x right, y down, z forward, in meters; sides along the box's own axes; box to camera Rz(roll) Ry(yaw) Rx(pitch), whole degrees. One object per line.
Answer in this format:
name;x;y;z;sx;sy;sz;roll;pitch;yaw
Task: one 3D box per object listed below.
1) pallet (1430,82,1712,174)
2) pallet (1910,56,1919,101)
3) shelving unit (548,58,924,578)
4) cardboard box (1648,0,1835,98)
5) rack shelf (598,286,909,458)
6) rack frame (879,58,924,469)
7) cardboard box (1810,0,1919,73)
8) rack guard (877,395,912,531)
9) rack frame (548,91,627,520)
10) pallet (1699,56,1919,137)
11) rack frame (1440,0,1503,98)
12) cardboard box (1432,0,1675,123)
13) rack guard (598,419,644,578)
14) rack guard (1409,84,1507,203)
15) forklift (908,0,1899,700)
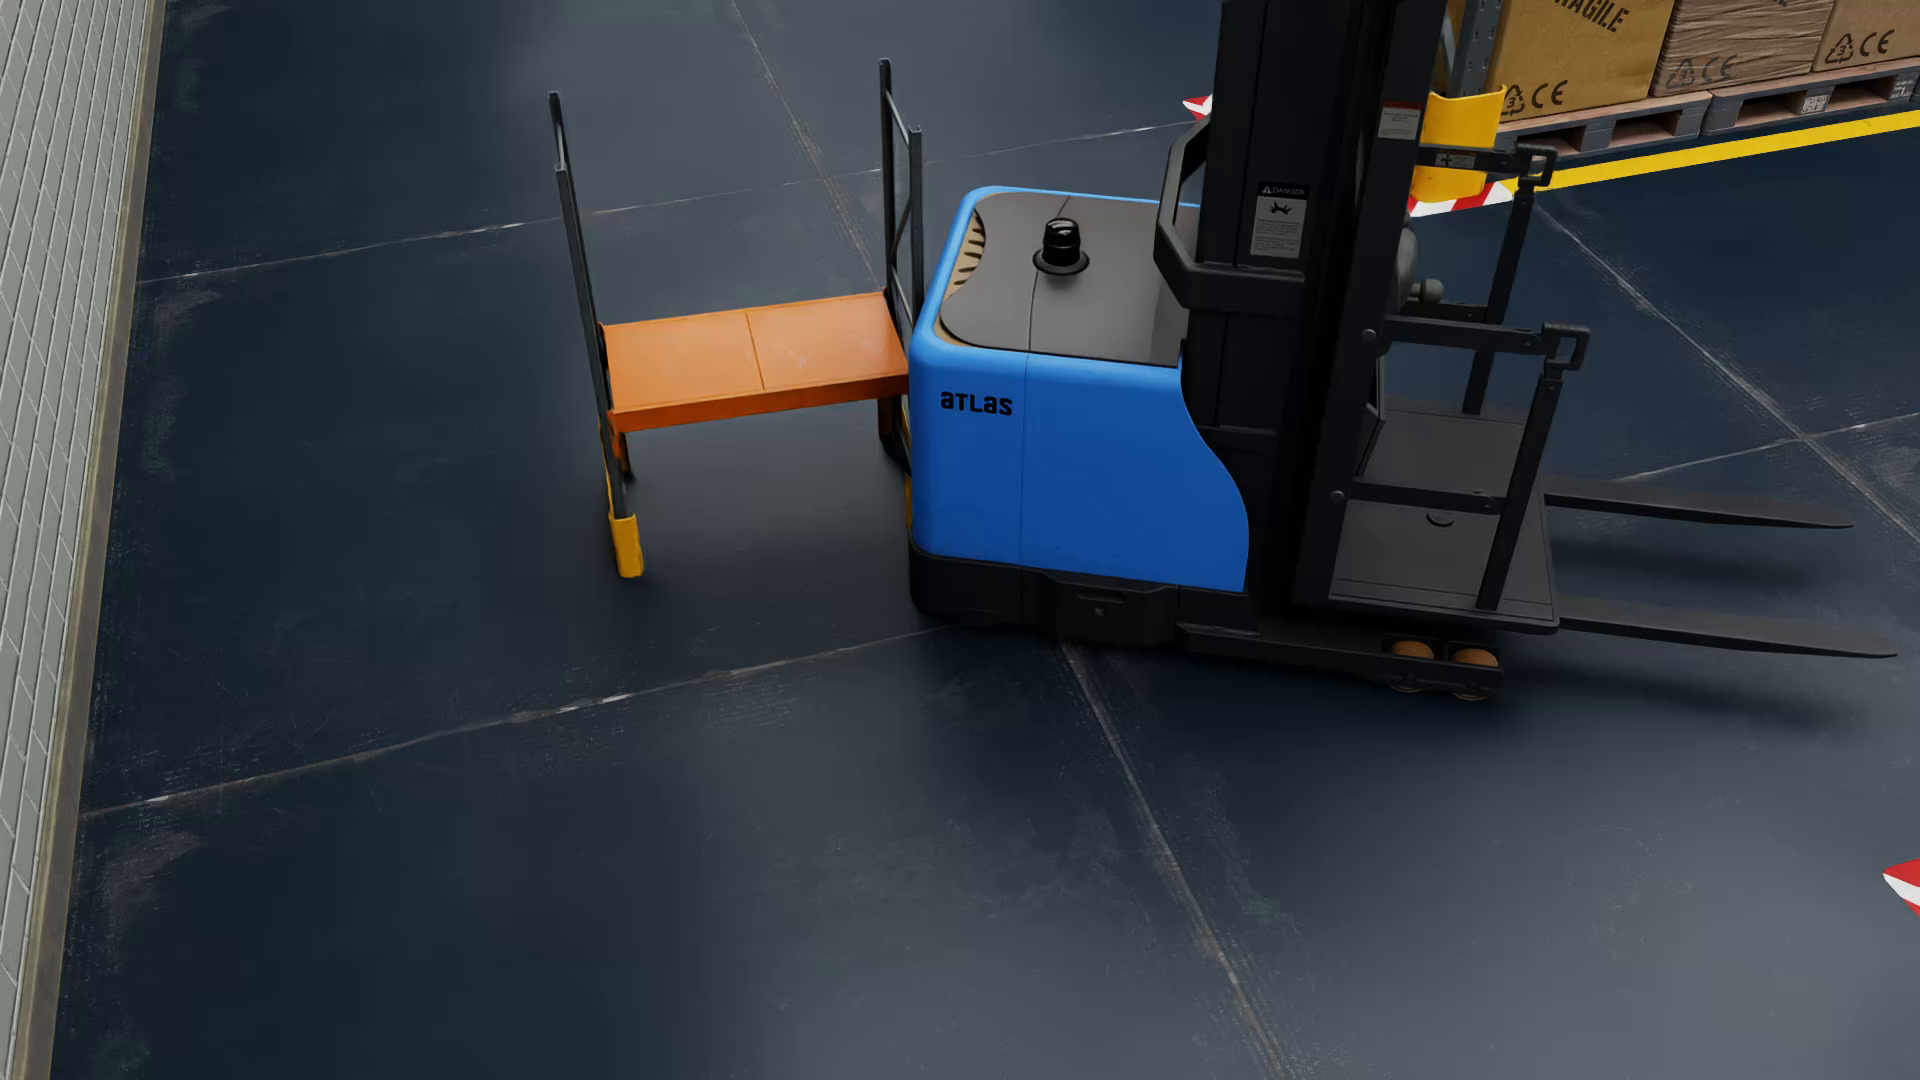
pallet;2.823;-2.198;8.105;1.213;0.211;1.003;-12;42;-13
pallet;5.150;-2.680;8.657;1.213;0.211;1.003;-12;42;-13
shelving unit;-0.686;-0.703;5.415;1.083;1.500;0.587;-9;42;-10
cardboard box;3.538;-2.755;7.920;0.875;0.875;0.875;-12;42;-13
rack shelf;-0.677;-0.569;5.535;1.000;0.185;0.538;-9;42;-10
rack frame;-0.182;-0.780;5.503;0.032;1.500;0.500;-9;42;-10
cardboard box;4.387;-2.931;8.121;0.875;0.875;0.875;-12;42;-13
rack guard;-0.201;-0.306;5.911;0.087;0.250;0.587;-9;42;-10
rack frame;-1.173;-0.629;5.330;0.032;1.500;0.500;-9;42;-10
pallet;3.985;-2.437;8.378;1.213;0.211;1.003;-12;42;-13
rack frame;2.084;-3.041;6.951;0.127;3.000;1.000;-12;42;-13
cardboard box;2.670;-2.576;7.714;0.875;0.875;0.875;-12;42;-13
rack guard;-1.171;-0.159;5.742;0.087;0.250;0.587;-9;42;-10
rack guard;2.061;-2.095;7.768;0.348;0.500;1.175;-12;42;-13
forklift;1.403;-0.985;4.650;3.031;2.935;1.130;7;42;8
